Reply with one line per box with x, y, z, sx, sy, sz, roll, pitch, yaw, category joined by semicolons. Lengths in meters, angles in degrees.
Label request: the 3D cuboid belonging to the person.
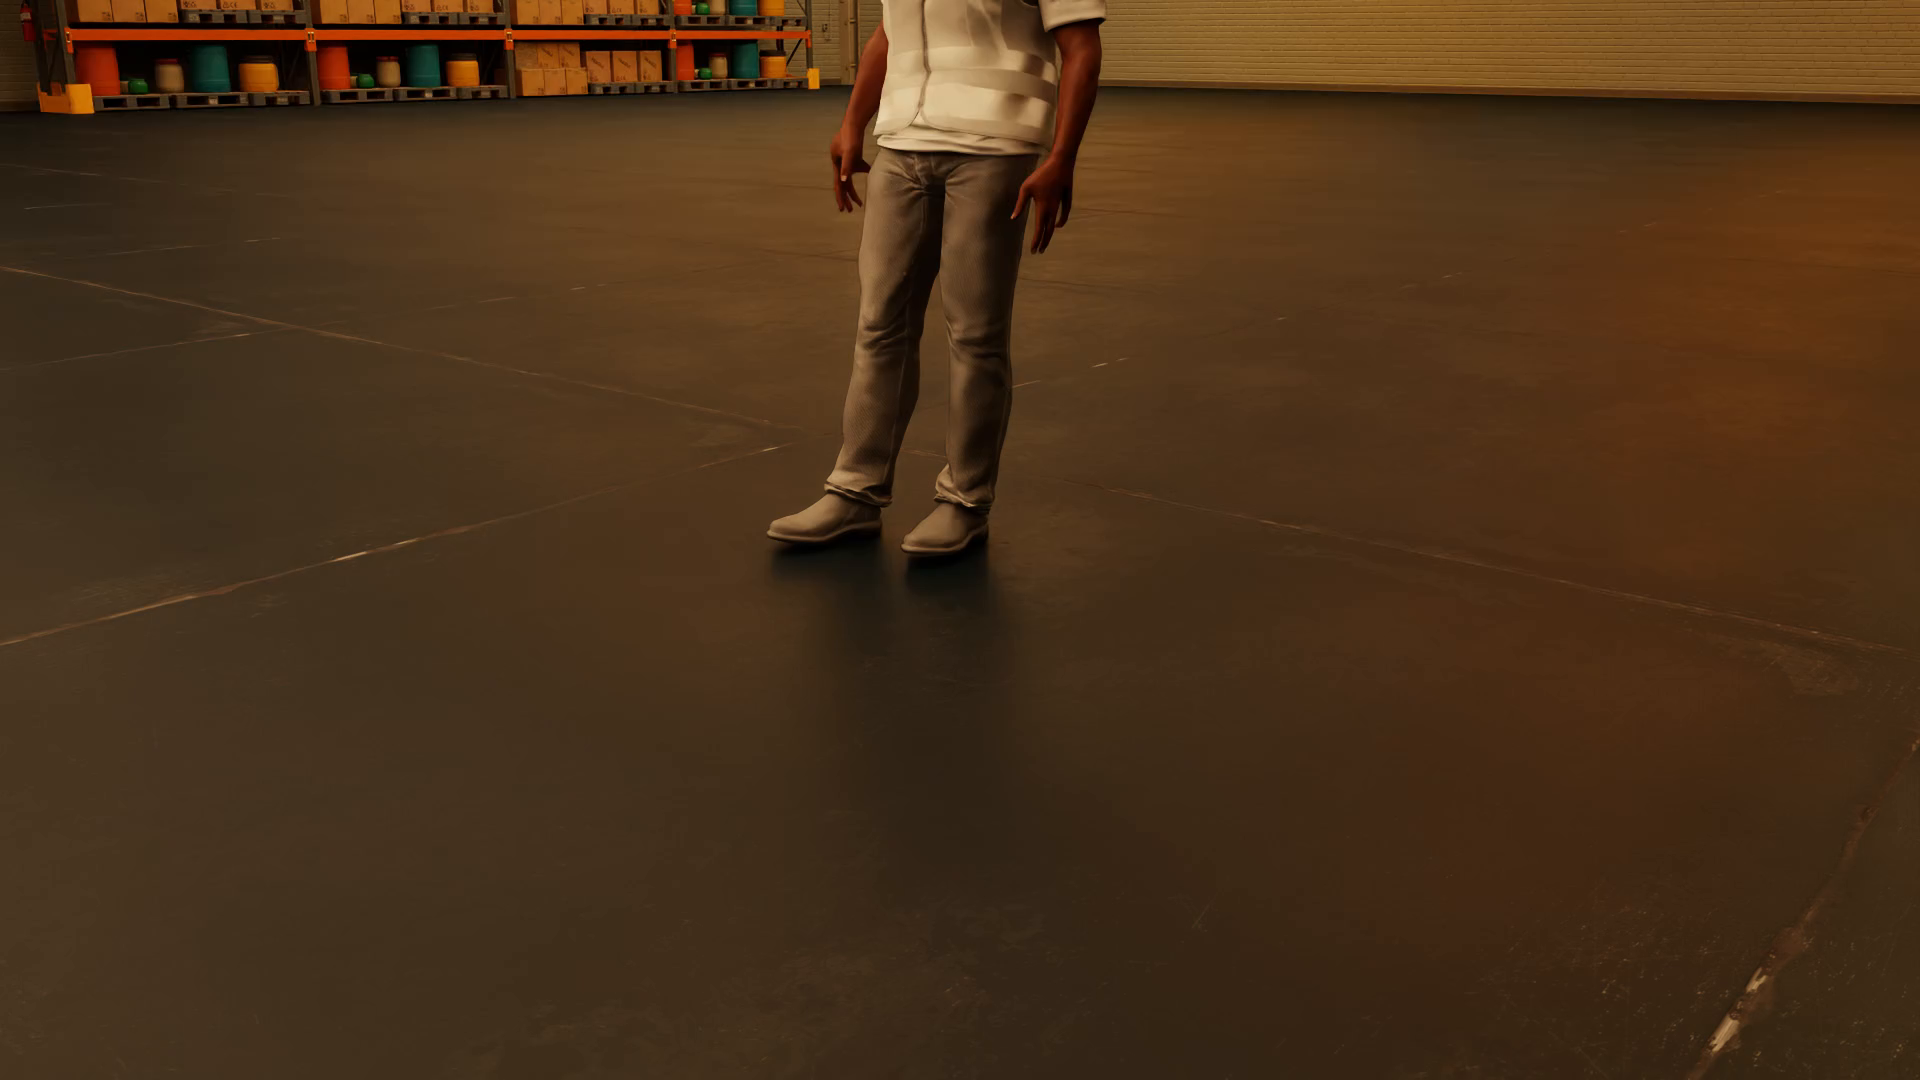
-0.049;-0.838;3.636;0.665;1.765;0.577;13;21;37;person
